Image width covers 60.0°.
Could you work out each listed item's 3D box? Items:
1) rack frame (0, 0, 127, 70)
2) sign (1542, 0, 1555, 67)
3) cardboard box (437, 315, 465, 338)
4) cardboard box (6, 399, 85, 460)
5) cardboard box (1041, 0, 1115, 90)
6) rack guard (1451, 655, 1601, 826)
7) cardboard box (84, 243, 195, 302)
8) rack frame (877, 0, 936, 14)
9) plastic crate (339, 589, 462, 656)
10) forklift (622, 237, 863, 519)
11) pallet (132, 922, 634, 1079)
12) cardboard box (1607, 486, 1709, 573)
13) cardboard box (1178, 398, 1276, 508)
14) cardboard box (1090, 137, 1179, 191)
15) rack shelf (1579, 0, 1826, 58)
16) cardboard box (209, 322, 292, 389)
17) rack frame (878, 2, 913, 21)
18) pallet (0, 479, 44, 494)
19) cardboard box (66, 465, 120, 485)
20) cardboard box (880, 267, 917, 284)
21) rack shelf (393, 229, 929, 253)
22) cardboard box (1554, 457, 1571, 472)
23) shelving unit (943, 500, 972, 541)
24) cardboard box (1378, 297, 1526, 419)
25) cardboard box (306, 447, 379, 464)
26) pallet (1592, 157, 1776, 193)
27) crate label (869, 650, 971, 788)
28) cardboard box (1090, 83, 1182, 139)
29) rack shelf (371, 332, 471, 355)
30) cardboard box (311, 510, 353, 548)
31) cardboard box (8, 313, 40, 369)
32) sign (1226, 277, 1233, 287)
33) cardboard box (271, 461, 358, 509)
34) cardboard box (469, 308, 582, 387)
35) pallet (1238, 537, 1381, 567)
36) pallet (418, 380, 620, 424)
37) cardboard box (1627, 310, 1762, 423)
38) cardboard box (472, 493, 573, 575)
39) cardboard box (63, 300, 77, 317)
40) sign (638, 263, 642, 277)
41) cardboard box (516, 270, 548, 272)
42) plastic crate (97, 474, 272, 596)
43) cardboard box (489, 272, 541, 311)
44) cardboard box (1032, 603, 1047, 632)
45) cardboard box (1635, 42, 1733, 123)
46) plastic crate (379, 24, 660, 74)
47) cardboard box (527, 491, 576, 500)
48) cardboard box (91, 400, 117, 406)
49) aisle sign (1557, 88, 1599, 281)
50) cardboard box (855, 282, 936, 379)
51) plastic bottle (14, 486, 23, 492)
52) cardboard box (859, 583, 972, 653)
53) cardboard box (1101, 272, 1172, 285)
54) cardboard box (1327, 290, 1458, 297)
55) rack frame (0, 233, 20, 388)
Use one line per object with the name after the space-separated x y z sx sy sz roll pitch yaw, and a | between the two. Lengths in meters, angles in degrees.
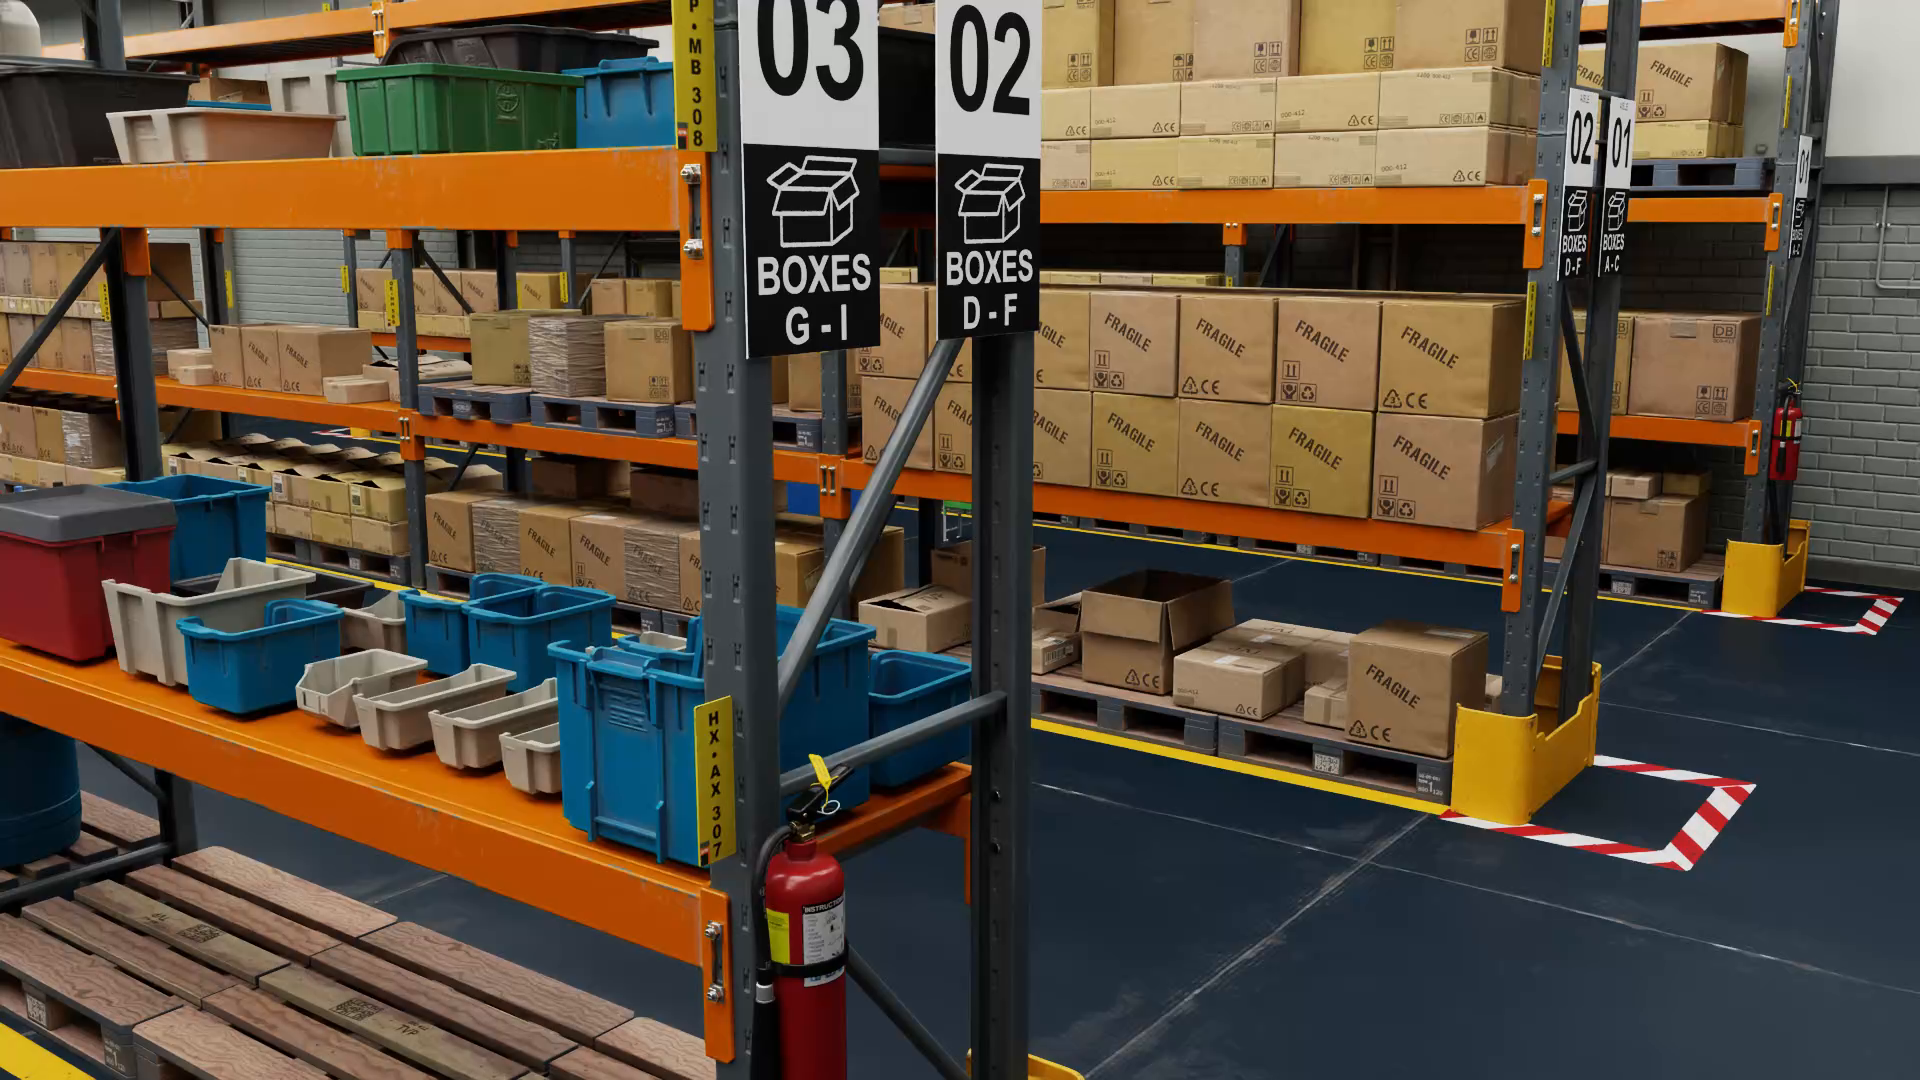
-3.391 -2.928 5.472 0.127 3.000 1.000 8 13 36 | rack frame
2.424 -2.115 6.839 0.005 0.325 0.100 8 13 36 | sign
-5.753 -2.510 19.446 0.500 0.250 0.500 8 14 36 | cardboard box
-8.620 -1.051 15.722 0.500 0.500 0.500 8 13 36 | cardboard box
0.685 -2.571 8.630 0.500 0.500 0.700 8 13 36 | cardboard box
2.707 0.928 7.917 0.348 0.500 1.175 8 13 36 | rack guard
-7.265 -2.375 14.729 0.500 0.500 0.700 8 14 36 | cardboard box
-0.456 -3.686 9.390 0.127 3.000 1.000 8 13 36 | rack frame
-1.809 0.267 5.288 0.466 0.136 0.293 8 13 36 | plastic crate
-2.184 -1.413 13.618 3.031 2.935 1.130 -1 11 -4 | forklift
-1.787 1.600 5.202 1.213 0.211 1.003 8 13 36 | pallet
5.074 -0.092 12.083 0.500 0.500 0.700 8 13 36 | cardboard box
1.427 -0.463 8.264 0.500 0.500 0.500 8 14 36 | cardboard box
0.998 -1.878 8.337 0.500 0.250 0.500 8 13 36 | cardboard box
4.086 -3.670 12.256 4.000 0.370 1.077 8 13 36 | rack shelf
-5.870 -1.541 13.834 0.500 0.500 0.500 9 14 40 | cardboard box
-0.750 -4.894 15.637 0.127 3.000 1.000 8 13 36 | rack frame
-8.507 -0.504 16.078 1.213 0.211 1.003 8 13 36 | pallet
-7.804 -0.572 15.225 0.500 0.250 0.500 8 13 36 | cardboard box
-0.514 -2.428 15.611 0.500 0.250 0.500 8 14 37 | cardboard box
-2.068 -2.085 10.906 4.000 0.370 1.077 8 13 36 | rack shelf
4.478 -0.540 12.694 0.250 0.149 0.380 8 14 36 | cardboard box
0.133 -0.570 13.820 0.503 1.200 0.258 8 13 36 | shelving unit
2.247 -0.839 7.572 0.500 0.500 0.500 8 13 35 | cardboard box
-5.181 -0.599 13.884 0.500 0.311 0.500 8 13 35 | cardboard box
5.093 -2.561 11.704 1.213 0.211 1.003 8 13 36 | pallet
-0.171 0.442 4.132 0.303 0.233 0.416 8 13 36 | crate label
0.993 -2.122 8.283 0.500 0.250 0.500 8 13 36 | cardboard box
-5.587 -2.270 19.762 4.000 0.370 1.077 8 13 36 | rack shelf
-4.666 -0.126 12.915 0.500 0.250 0.500 8 13 35 | cardboard box
-8.510 -1.911 15.745 0.500 0.500 0.700 8 14 37 | cardboard box
2.160 -1.945 13.345 0.005 0.325 0.100 8 13 36 | sign
-5.075 -0.458 13.154 0.500 0.311 0.500 8 13 35 | cardboard box
-3.105 -1.392 11.958 0.500 0.500 0.700 3 11 17 | cardboard box
3.040 -0.033 13.643 1.213 0.211 1.003 8 13 36 | pallet
-3.092 -1.031 11.964 1.003 0.211 1.213 8 13 36 | pallet
5.281 -1.253 11.817 0.700 0.700 0.980 9 14 38 | cardboard box
-3.057 -0.026 11.690 0.500 0.500 0.500 7 13 33 | cardboard box
-7.873 -2.092 14.974 0.250 0.149 0.380 8 13 35 | cardboard box
-3.649 -3.052 18.862 0.005 0.325 0.100 8 13 36 | sign
-5.043 -2.903 19.508 0.500 0.500 0.500 8 14 37 | cardboard box
-2.812 -0.004 6.037 0.575 0.384 0.392 8 13 36 | plastic crate
-4.944 -2.764 18.788 0.500 0.500 0.500 8 13 35 | cardboard box
0.509 0.497 9.912 0.250 0.149 0.380 8 13 36 | cardboard box
4.946 -3.113 11.376 0.500 0.500 0.500 8 13 35 | cardboard box
-1.235 -1.189 4.544 0.767 0.338 0.504 8 13 36 | plastic crate
-2.787 -0.110 12.122 0.500 0.500 0.500 9 14 38 | cardboard box
-7.898 -1.077 15.857 0.500 0.500 0.500 8 13 36 | cardboard box
2.642 -1.513 7.106 0.004 0.787 0.394 8 13 36 | aisle sign
-0.242 -1.184 9.359 0.500 0.500 0.500 8 14 37 | cardboard box
-3.910 -0.088 6.927 0.097 0.271 0.097 0 11 0 | plastic bottle
-0.245 0.444 9.758 0.500 0.311 0.500 8 13 36 | cardboard box
1.539 -2.145 14.145 0.500 0.250 0.500 8 14 37 | cardboard box
2.141 -0.979 8.295 0.500 0.500 0.500 8 14 36 | cardboard box
-10.128 -2.090 16.933 0.127 3.000 1.000 8 13 36 | rack frame
